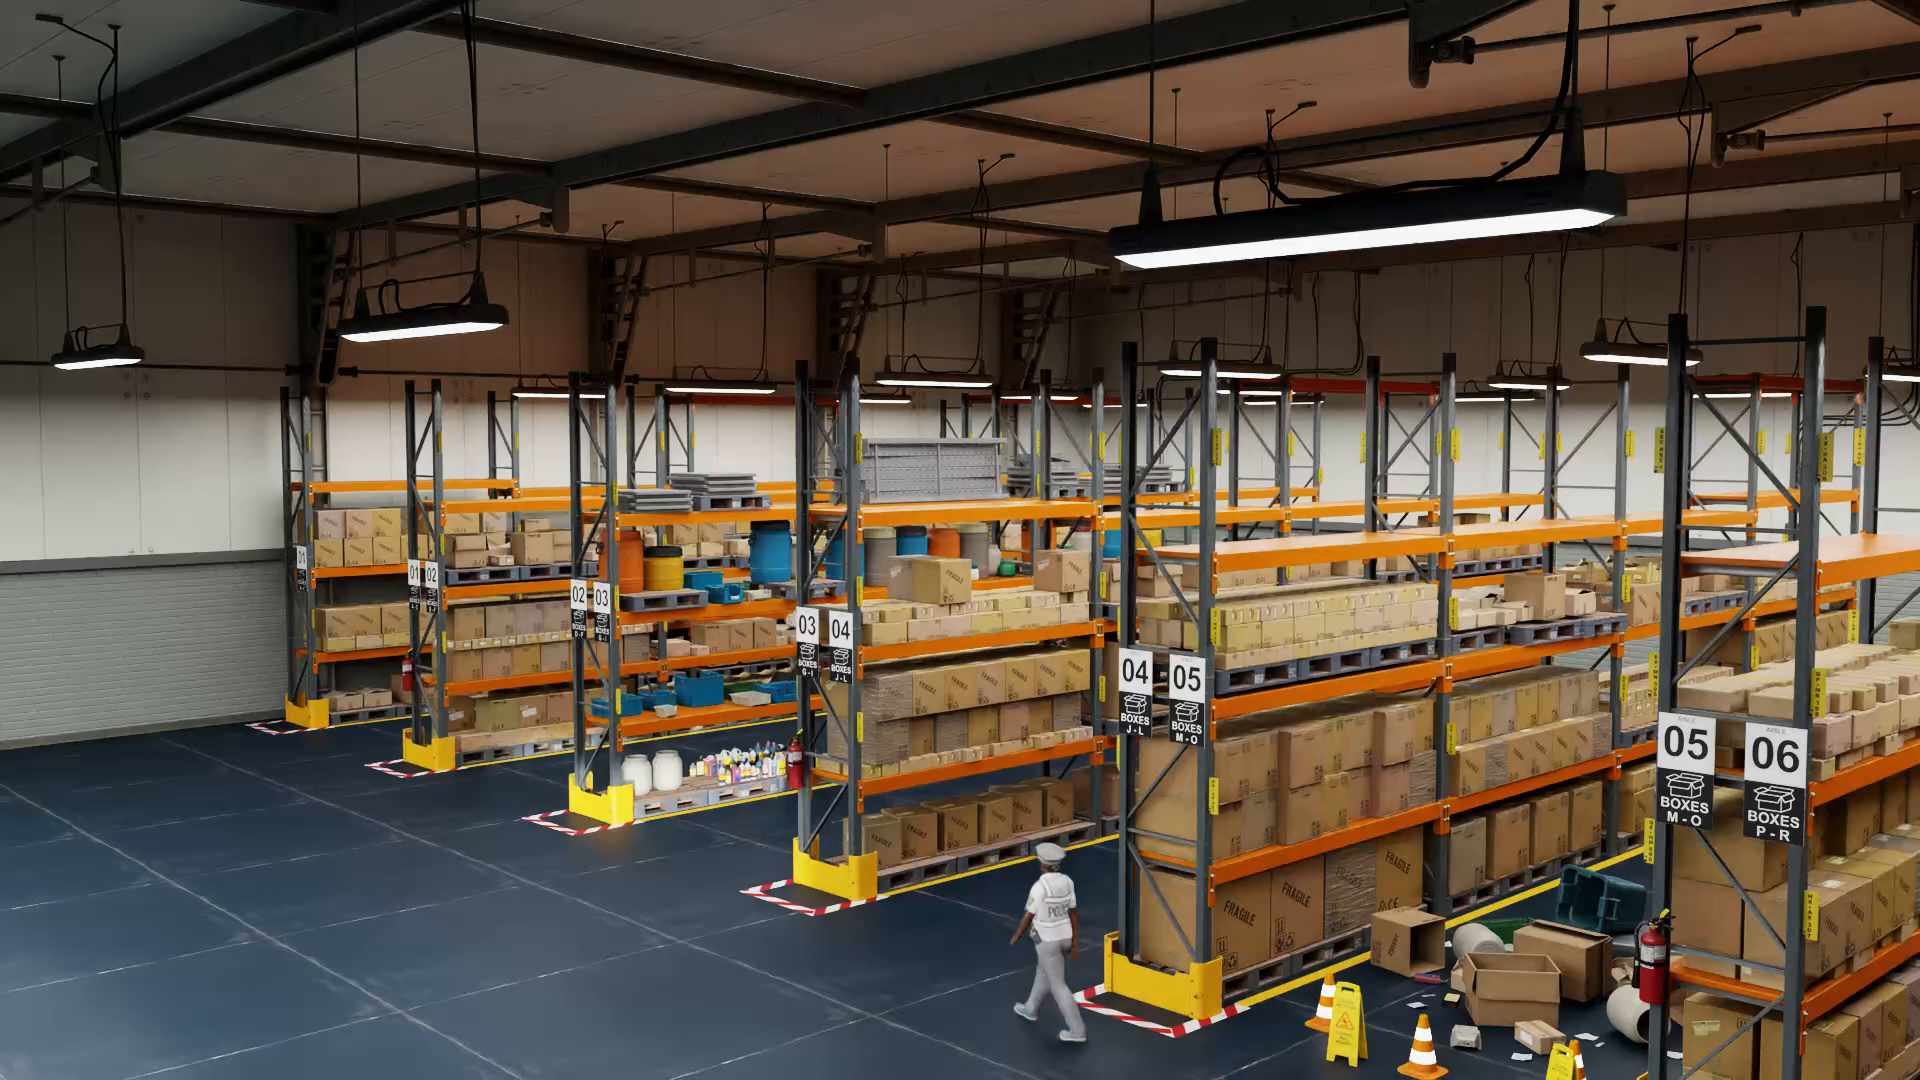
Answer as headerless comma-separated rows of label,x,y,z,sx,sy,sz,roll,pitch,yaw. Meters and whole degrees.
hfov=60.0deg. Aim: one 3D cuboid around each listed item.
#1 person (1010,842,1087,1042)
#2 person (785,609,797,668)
person,0.728,3.412,14.277,0.938,1.637,0.467,3,5,40
person,-3.174,2.094,33.056,0.598,1.847,0.648,1,4,12
